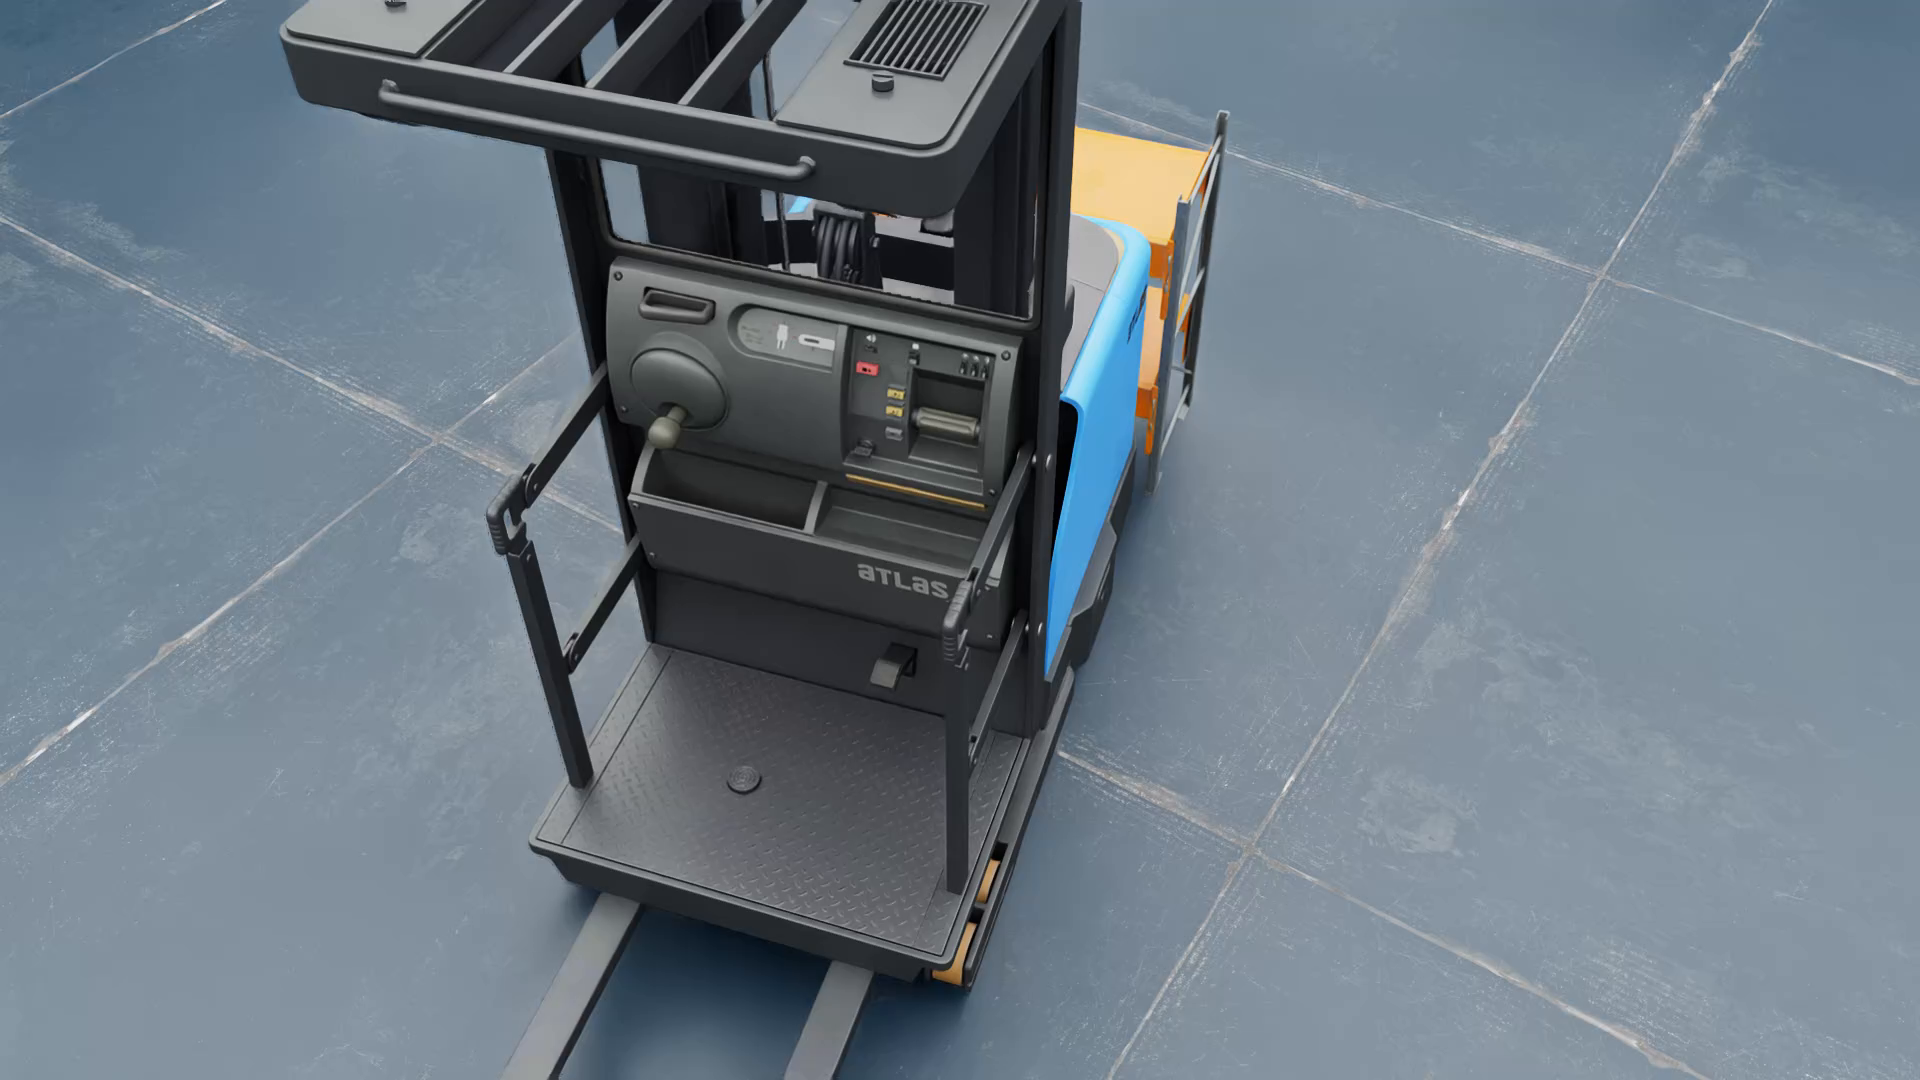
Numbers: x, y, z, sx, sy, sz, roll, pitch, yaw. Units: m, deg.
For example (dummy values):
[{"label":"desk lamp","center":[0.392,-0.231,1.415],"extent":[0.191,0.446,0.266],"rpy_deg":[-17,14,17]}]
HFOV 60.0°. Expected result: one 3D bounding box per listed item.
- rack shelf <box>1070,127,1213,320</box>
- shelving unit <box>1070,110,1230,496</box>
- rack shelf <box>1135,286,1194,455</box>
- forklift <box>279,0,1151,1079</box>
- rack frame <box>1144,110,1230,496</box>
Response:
[{"label":"rack shelf","center":[0.220,-1.035,5.064],"extent":[1.000,0.278,0.538],"rpy_deg":[15,48,14]},{"label":"shelving unit","center":[0.220,-0.831,5.273],"extent":[1.048,1.125,0.538],"rpy_deg":[15,48,14]},{"label":"rack shelf","center":[0.220,-0.661,5.449],"extent":[1.000,0.278,0.538],"rpy_deg":[15,48,14]},{"label":"forklift","center":[-0.395,-0.242,3.442],"extent":[1.130,2.935,3.031],"rpy_deg":[13,47,12]},{"label":"rack frame","center":[0.698,-0.707,5.153],"extent":[0.032,1.125,0.500],"rpy_deg":[15,48,14]}]
